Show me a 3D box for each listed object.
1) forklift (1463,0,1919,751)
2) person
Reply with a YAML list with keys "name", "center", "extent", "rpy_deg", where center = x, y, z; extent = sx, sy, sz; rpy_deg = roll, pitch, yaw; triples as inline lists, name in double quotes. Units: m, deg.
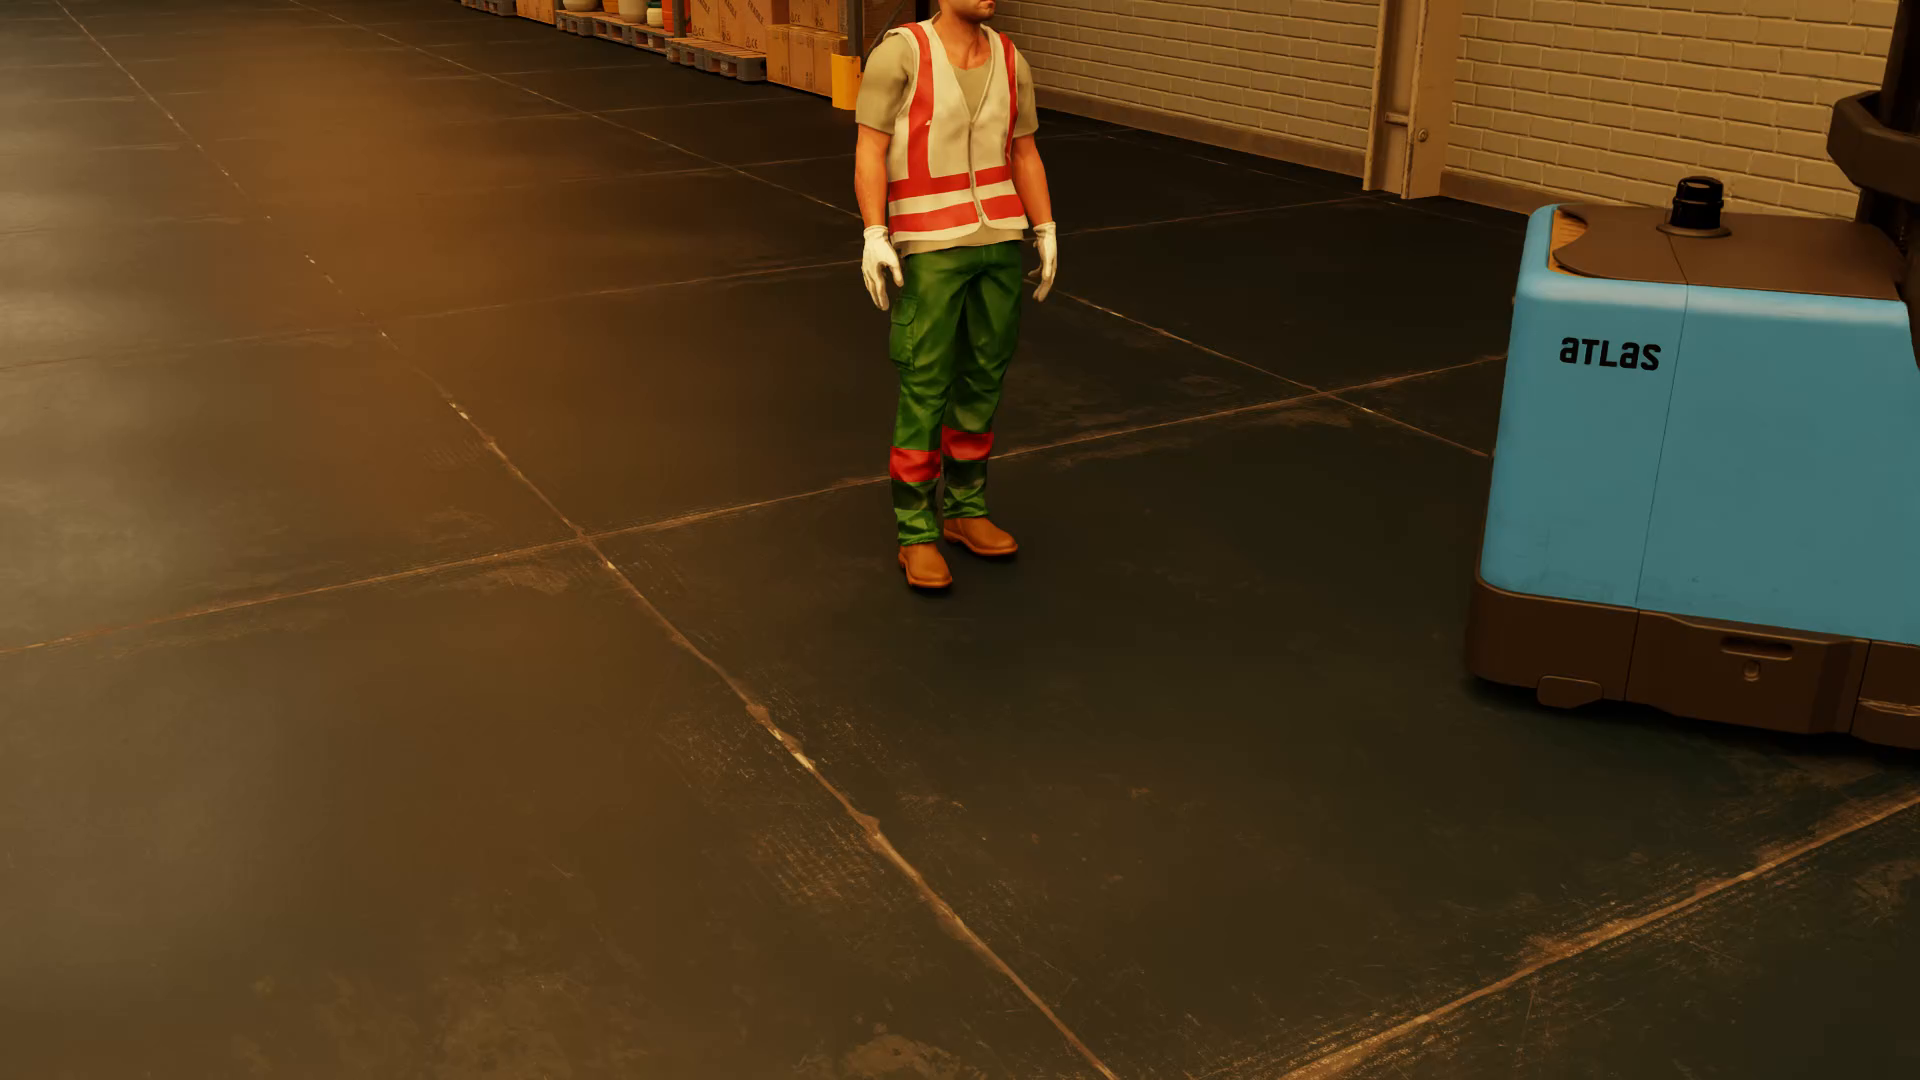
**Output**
- name: "forklift"
  center: [2.840, -0.945, 3.575]
  extent: [3.031, 2.935, 1.130]
  rpy_deg: [8, 24, 18]
- name: "person"
  center: [0.031, -0.805, 4.723]
  extent: [0.638, 1.789, 0.562]
  rpy_deg: [-12, 25, -28]
